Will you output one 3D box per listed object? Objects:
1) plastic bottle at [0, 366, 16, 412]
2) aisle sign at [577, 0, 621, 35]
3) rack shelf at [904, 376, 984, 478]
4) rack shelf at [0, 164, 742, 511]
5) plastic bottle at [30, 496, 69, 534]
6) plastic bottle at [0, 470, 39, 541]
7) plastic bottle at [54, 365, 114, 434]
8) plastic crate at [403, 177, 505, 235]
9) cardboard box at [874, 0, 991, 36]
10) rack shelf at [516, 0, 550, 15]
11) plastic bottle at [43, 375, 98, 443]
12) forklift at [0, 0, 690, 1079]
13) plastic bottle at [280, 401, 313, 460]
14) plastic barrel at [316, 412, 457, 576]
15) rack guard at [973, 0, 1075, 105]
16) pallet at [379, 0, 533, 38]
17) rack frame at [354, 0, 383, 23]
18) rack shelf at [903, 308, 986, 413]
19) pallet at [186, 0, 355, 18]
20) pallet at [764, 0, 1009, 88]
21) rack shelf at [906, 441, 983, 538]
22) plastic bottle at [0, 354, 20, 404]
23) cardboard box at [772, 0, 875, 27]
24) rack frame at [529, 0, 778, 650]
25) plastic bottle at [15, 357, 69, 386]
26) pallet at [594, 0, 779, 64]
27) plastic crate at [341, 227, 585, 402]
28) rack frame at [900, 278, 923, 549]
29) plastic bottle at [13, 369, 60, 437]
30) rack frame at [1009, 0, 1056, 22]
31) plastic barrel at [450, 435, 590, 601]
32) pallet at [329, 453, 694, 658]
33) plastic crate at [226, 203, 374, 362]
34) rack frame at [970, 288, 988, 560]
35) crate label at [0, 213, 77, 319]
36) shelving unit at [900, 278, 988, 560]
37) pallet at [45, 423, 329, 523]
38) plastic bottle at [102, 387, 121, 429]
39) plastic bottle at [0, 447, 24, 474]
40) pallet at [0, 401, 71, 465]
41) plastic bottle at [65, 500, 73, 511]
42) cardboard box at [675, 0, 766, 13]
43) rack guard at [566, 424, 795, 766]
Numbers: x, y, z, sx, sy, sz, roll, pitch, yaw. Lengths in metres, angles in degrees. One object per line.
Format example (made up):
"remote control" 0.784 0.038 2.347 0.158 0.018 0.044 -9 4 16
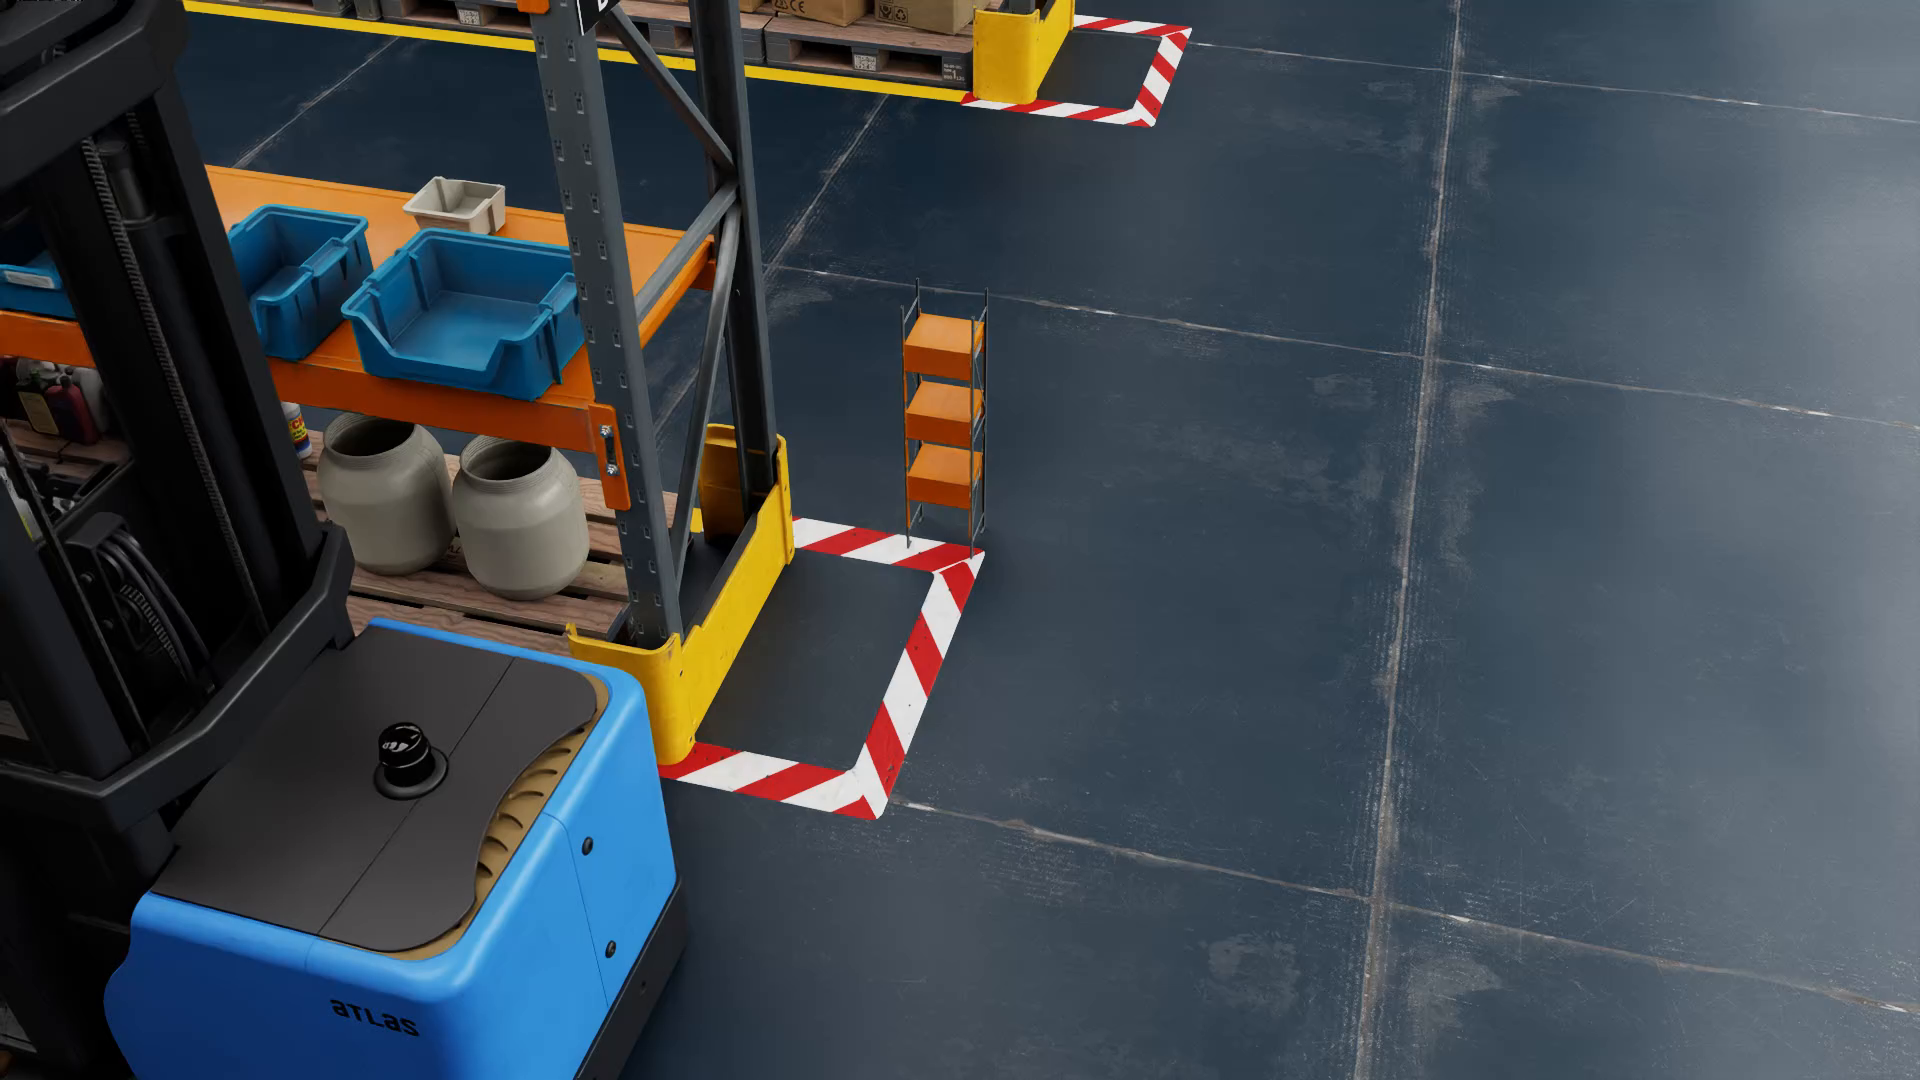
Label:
"plastic bottle" -3.815 -0.677 6.441 0.185 0.351 0.144 8 41 9
"aisle sign" -0.840 -1.617 3.821 0.004 0.787 0.394 10 41 11
"rack shelf" -0.052 -0.403 5.930 0.240 0.259 0.215 10 41 11
"rack shelf" -2.765 -0.875 5.518 4.000 0.370 1.077 10 41 11
"plastic bottle" -3.091 -0.058 5.762 0.135 0.276 0.152 9 41 10
"plastic bottle" -3.252 -0.112 5.768 0.185 0.351 0.144 11 41 13
"plastic bottle" -3.347 -0.565 6.366 0.135 0.276 0.152 10 41 12
"plastic crate" -1.614 -1.065 5.391 0.250 0.136 0.298 10 41 11
"cardboard box" -0.151 -3.212 9.360 0.500 0.500 0.500 17 43 19
"rack shelf" -2.765 -2.023 4.554 4.000 0.370 1.077 10 41 11
"plastic bottle" -3.374 -0.502 6.285 0.133 0.283 0.061 10 41 11
"forklift" -2.353 0.067 3.891 3.031 2.935 1.130 11 41 12
"plastic bottle" -2.504 -0.436 6.216 0.097 0.271 0.097 0 40 0
"plastic barrel" -1.972 -0.171 5.729 0.421 0.512 0.421 0 40 0
"rack guard" 0.374 -2.950 9.374 0.348 0.500 1.175 10 41 11
"pallet" -2.759 -3.402 10.137 1.213 0.211 1.003 10 41 11
"rack frame" -3.417 -4.560 9.347 0.127 3.000 1.000 10 41 11
"rack shelf" -0.052 -0.621 5.748 0.240 0.259 0.215 10 41 11
"pallet" -4.169 -3.620 10.397 1.213 0.211 1.003 10 41 11
"pallet" -0.402 -2.997 9.654 1.213 0.211 1.003 10 41 11
"rack shelf" -0.052 -0.190 6.109 0.240 0.259 0.215 10 41 11
"plastic bottle" -3.647 -0.650 6.461 0.133 0.283 0.061 12 42 14
"cardboard box" -0.738 -3.291 9.453 0.500 0.500 0.500 20 44 23
"rack frame" -0.833 -0.818 4.891 0.127 3.000 1.000 10 41 11
"plastic bottle" -3.503 -0.623 6.377 0.185 0.351 0.144 10 41 11
"pallet" -1.576 -3.201 9.897 1.213 0.211 1.003 10 41 11
"plastic crate" -1.394 -0.658 4.817 0.616 0.251 0.499 10 41 11
"rack frame" -0.169 -0.432 5.947 0.008 1.050 0.200 10 41 11
"plastic bottle" -3.504 -0.529 6.318 0.133 0.283 0.061 10 41 11
"rack frame" 0.448 -3.895 8.555 0.127 3.000 1.000 10 41 11
"plastic barrel" -1.488 -0.088 5.630 0.421 0.512 0.421 0 40 0
"pallet" -1.702 0.128 5.933 1.213 0.211 1.003 10 41 11
"plastic crate" -2.019 -0.769 4.949 0.408 0.251 0.499 10 41 11
"rack frame" 0.066 -0.391 5.899 0.008 1.050 0.200 10 41 11
"crate label" -2.681 -0.969 5.044 0.616 0.435 0.502 10 41 11
"shelving unit" -0.052 -0.411 5.923 0.252 1.050 0.215 10 41 11
"pallet" -2.877 -0.076 6.176 1.213 0.211 1.003 10 41 11
"plastic bottle" -3.226 -0.534 6.387 0.097 0.201 0.097 0 40 0
"plastic bottle" -3.417 -0.210 5.944 0.135 0.276 0.152 10 41 11
"pallet" -4.059 -0.277 6.416 1.213 0.211 1.003 10 41 11
"plastic bottle" -2.957 -0.035 5.735 0.135 0.276 0.152 10 41 12
"cardboard box" -1.338 -3.406 9.591 0.500 0.500 0.500 13 42 15
"rack guard" -0.918 0.156 5.675 0.348 0.500 1.175 10 41 11
